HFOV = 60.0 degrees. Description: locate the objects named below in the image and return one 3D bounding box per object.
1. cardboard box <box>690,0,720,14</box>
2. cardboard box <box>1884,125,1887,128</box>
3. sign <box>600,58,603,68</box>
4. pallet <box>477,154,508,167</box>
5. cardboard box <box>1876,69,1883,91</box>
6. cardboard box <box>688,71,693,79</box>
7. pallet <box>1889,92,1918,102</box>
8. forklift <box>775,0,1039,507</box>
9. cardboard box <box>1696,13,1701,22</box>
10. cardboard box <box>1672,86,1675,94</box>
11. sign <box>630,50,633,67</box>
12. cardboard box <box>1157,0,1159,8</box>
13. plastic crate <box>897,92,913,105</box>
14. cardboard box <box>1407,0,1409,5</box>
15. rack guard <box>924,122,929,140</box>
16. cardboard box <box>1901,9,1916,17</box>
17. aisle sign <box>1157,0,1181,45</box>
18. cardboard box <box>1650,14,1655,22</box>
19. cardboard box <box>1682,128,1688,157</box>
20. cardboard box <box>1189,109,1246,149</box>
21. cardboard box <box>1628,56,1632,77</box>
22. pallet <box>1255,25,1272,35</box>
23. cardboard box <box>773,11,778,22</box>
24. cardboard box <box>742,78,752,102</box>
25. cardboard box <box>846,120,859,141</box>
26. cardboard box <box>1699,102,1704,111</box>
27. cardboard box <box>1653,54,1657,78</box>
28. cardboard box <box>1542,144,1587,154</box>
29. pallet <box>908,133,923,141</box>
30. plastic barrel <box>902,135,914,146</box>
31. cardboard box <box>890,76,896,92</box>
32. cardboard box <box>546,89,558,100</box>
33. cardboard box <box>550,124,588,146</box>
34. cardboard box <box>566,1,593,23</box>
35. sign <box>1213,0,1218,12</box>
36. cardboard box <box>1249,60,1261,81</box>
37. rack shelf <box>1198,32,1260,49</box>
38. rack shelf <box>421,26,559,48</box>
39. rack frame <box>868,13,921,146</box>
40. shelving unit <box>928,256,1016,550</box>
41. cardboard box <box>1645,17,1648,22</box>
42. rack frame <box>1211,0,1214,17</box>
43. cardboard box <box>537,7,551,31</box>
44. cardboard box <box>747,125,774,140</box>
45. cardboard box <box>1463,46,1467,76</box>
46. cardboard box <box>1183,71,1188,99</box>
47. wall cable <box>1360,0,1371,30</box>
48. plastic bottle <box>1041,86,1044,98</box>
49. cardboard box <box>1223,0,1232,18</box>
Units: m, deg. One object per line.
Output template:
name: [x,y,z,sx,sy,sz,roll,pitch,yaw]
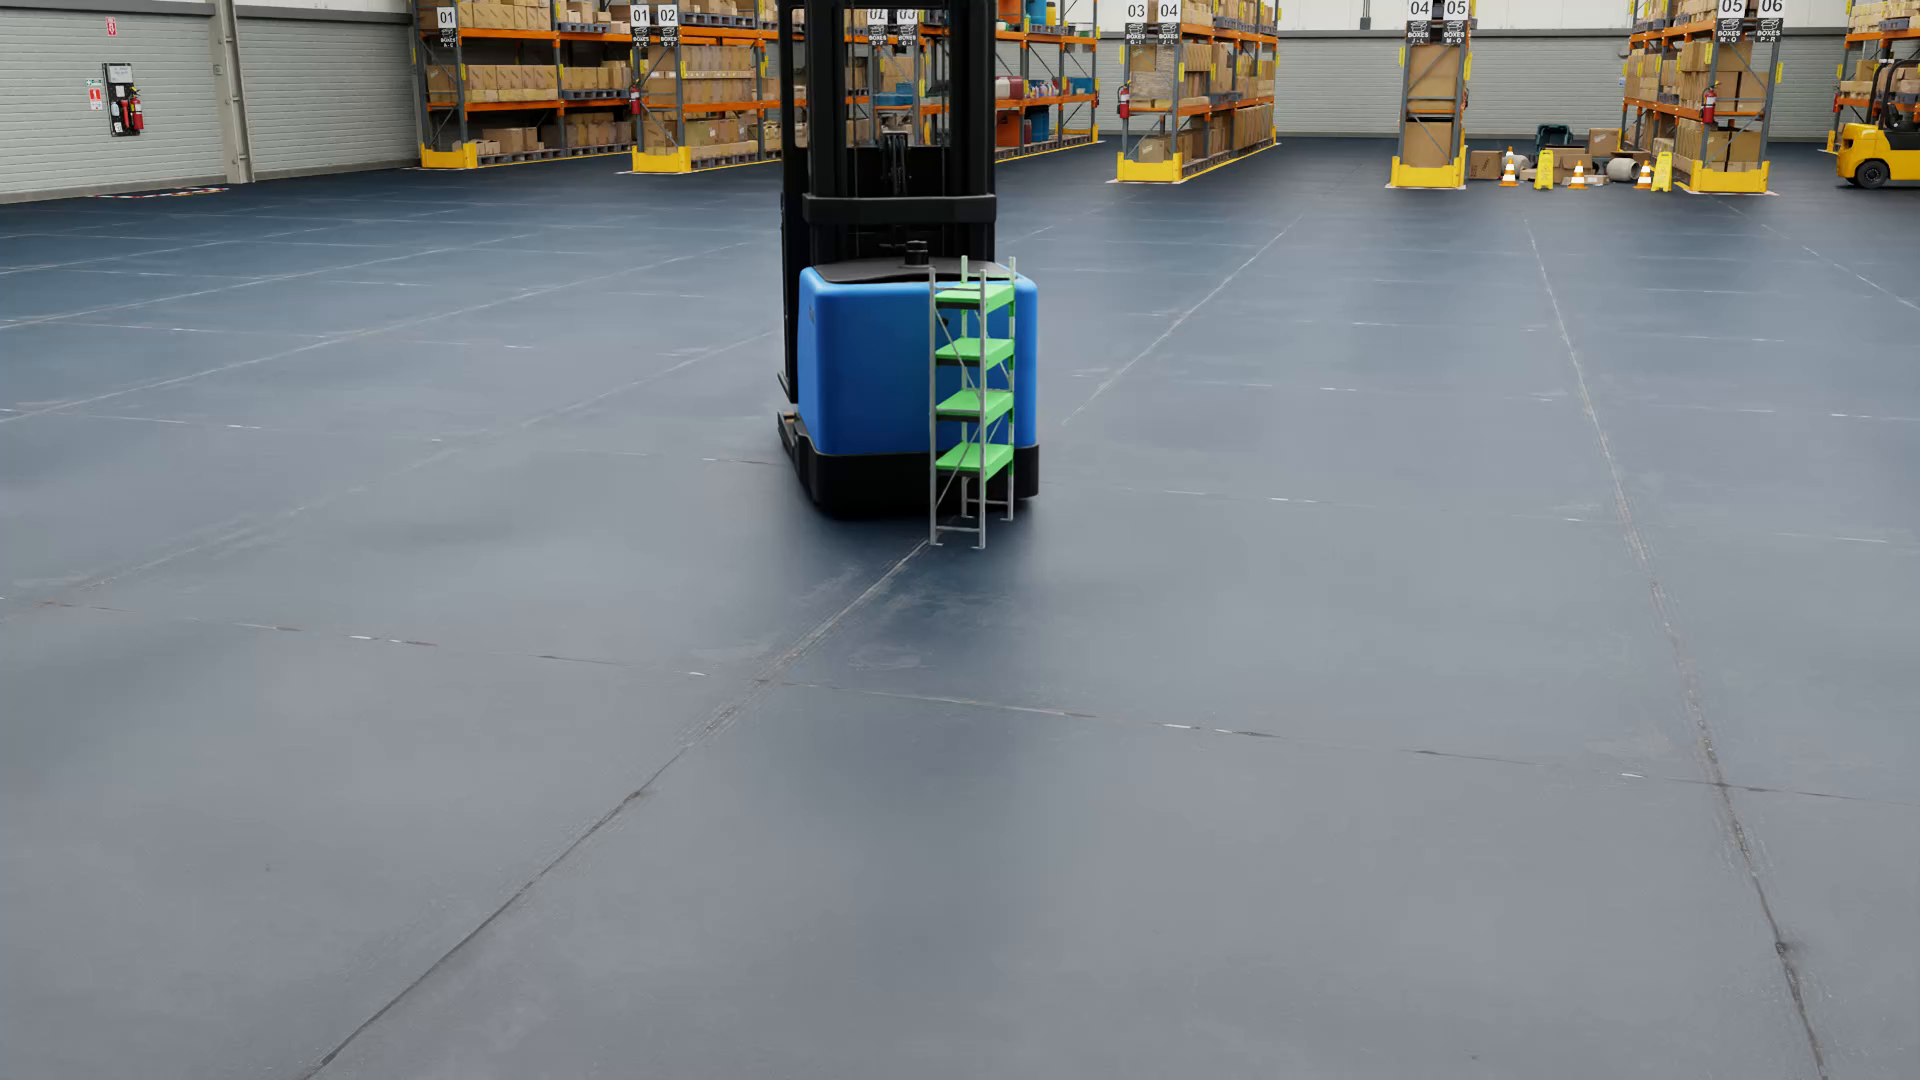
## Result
cardboard box: [-5.269,-11.057,34.108,0.500,0.500,0.500,5,16,16]
cardboard box: [20.742,-9.193,36.865,0.380,0.149,0.250,4,16,13]
sign: [-9.013,-11.958,41.871,0.100,0.325,0.005,5,16,16]
pallet: [-10.467,-8.154,35.691,1.003,0.211,1.213,5,16,16]
cardboard box: [20.814,-10.242,36.988,0.700,0.500,0.500,5,17,17]
cardboard box: [-5.612,-9.398,33.595,0.380,0.149,0.250,4,16,14]
pallet: [20.577,-9.471,35.576,1.003,0.211,1.213,5,16,16]
forklift: [-0.408,-1.920,8.729,1.130,2.935,3.031,-3,16,-10]
cardboard box: [13.358,-9.321,29.658,0.380,0.149,0.250,4,16,15]
cardboard box: [14.213,-8.834,32.668,0.380,0.149,0.250,5,17,16]
sign: [-6.519,-9.600,33.121,0.100,0.325,0.005,5,16,16]
cardboard box: [3.794,-9.731,30.186,0.380,0.149,0.250,5,16,15]
plastic crate: [-1.209,-8.750,32.954,0.499,0.251,0.408,5,16,16]
cardboard box: [7.990,-9.388,28.942,0.380,0.149,0.250,5,16,16]
rack guard: [-1.478,-11.847,48.179,1.175,0.500,0.348,5,16,16]
cardboard box: [20.287,-11.222,35.406,0.380,0.149,0.250,5,17,17]
aisle sign: [3.764,-9.325,29.945,0.394,0.787,0.004,5,16,16]
cardboard box: [15.710,-11.714,37.291,0.380,0.166,0.250,3,16,12]
cardboard box: [13.416,-7.222,30.189,0.500,0.500,0.500,6,17,19]
cardboard box: [5.984,-9.566,38.681,1.225,0.875,0.875,4,16,13]
cardboard box: [16.993,-11.821,41.494,0.500,0.500,0.500,4,16,14]
pallet: [7.495,-13.185,42.983,1.003,0.211,1.213,5,16,16]
cardboard box: [-4.264,-11.998,38.140,0.500,0.250,0.500,3,16,11]
cardboard box: [-4.986,-9.861,36.415,0.700,0.500,0.500,4,16,14]
cardboard box: [-2.892,-10.487,42.581,0.500,0.500,0.500,4,16,14]
cardboard box: [12.862,-7.414,28.431,0.380,0.149,0.250,4,16,15]
cardboard box: [15.303,-10.258,35.982,0.500,0.500,0.500,5,17,17]
cardboard box: [11.325,-7.111,31.228,0.797,0.637,0.503,5,16,16]
pallet: [-1.703,-11.499,47.483,1.003,0.211,1.213,5,16,16]
plastic barrel: [-0.999,-7.812,33.165,0.421,0.512,0.421,0,16,0]
cardboard box: [-2.044,-12.317,45.074,0.500,0.500,0.500,5,17,17]
cardboard box: [-9.461,-10.103,37.689,0.500,0.250,0.500,5,16,16]
cardboard box: [-9.325,-9.655,39.646,0.700,0.500,0.500,4,16,15]
cardboard box: [-9.034,-12.465,39.330,0.500,0.500,0.500,4,16,14]
sign: [5.153,-10.812,33.507,0.100,0.325,0.005,5,16,16]
cardboard box: [7.285,-11.790,41.756,0.500,0.500,0.500,5,16,16]
rack shelf: [6.336,-11.827,39.351,1.077,0.370,4.000,5,16,16]
rack shelf: [-10.185,-10.886,36.035,1.077,0.370,4.000,5,16,16]
rack frame: [-1.255,-8.498,31.793,1.000,3.000,0.127,5,16,16]
shelving unit: [0.057,-0.609,7.276,0.258,1.200,0.503,5,16,15]
cardboard box: [16.280,-12.305,39.012,0.396,0.266,0.258,5,17,18]
rack frame: [4.631,-12.046,33.309,1.000,3.000,0.127,5,16,16]
cardboard box: [-9.524,-11.661,37.229,0.500,0.500,0.500,5,17,17]
cardboard box: [-4.510,-9.167,37.394,0.500,0.311,0.500,5,16,16]
cardboard box: [8.721,-8.675,30.165,0.875,0.550,0.550,5,16,16]
cardboard box: [3.887,-8.714,31.827,0.875,0.500,0.500,5,16,16]
wall cable: [12.952,-17.946,48.212,2.277,5.999,0.120,5,16,16]
plastic bottle: [2.002,-11.126,41.286,0.152,0.276,0.135,5,16,16]
cardboard box: [5.581,-11.531,35.889,0.500,0.500,0.500,5,17,17]
